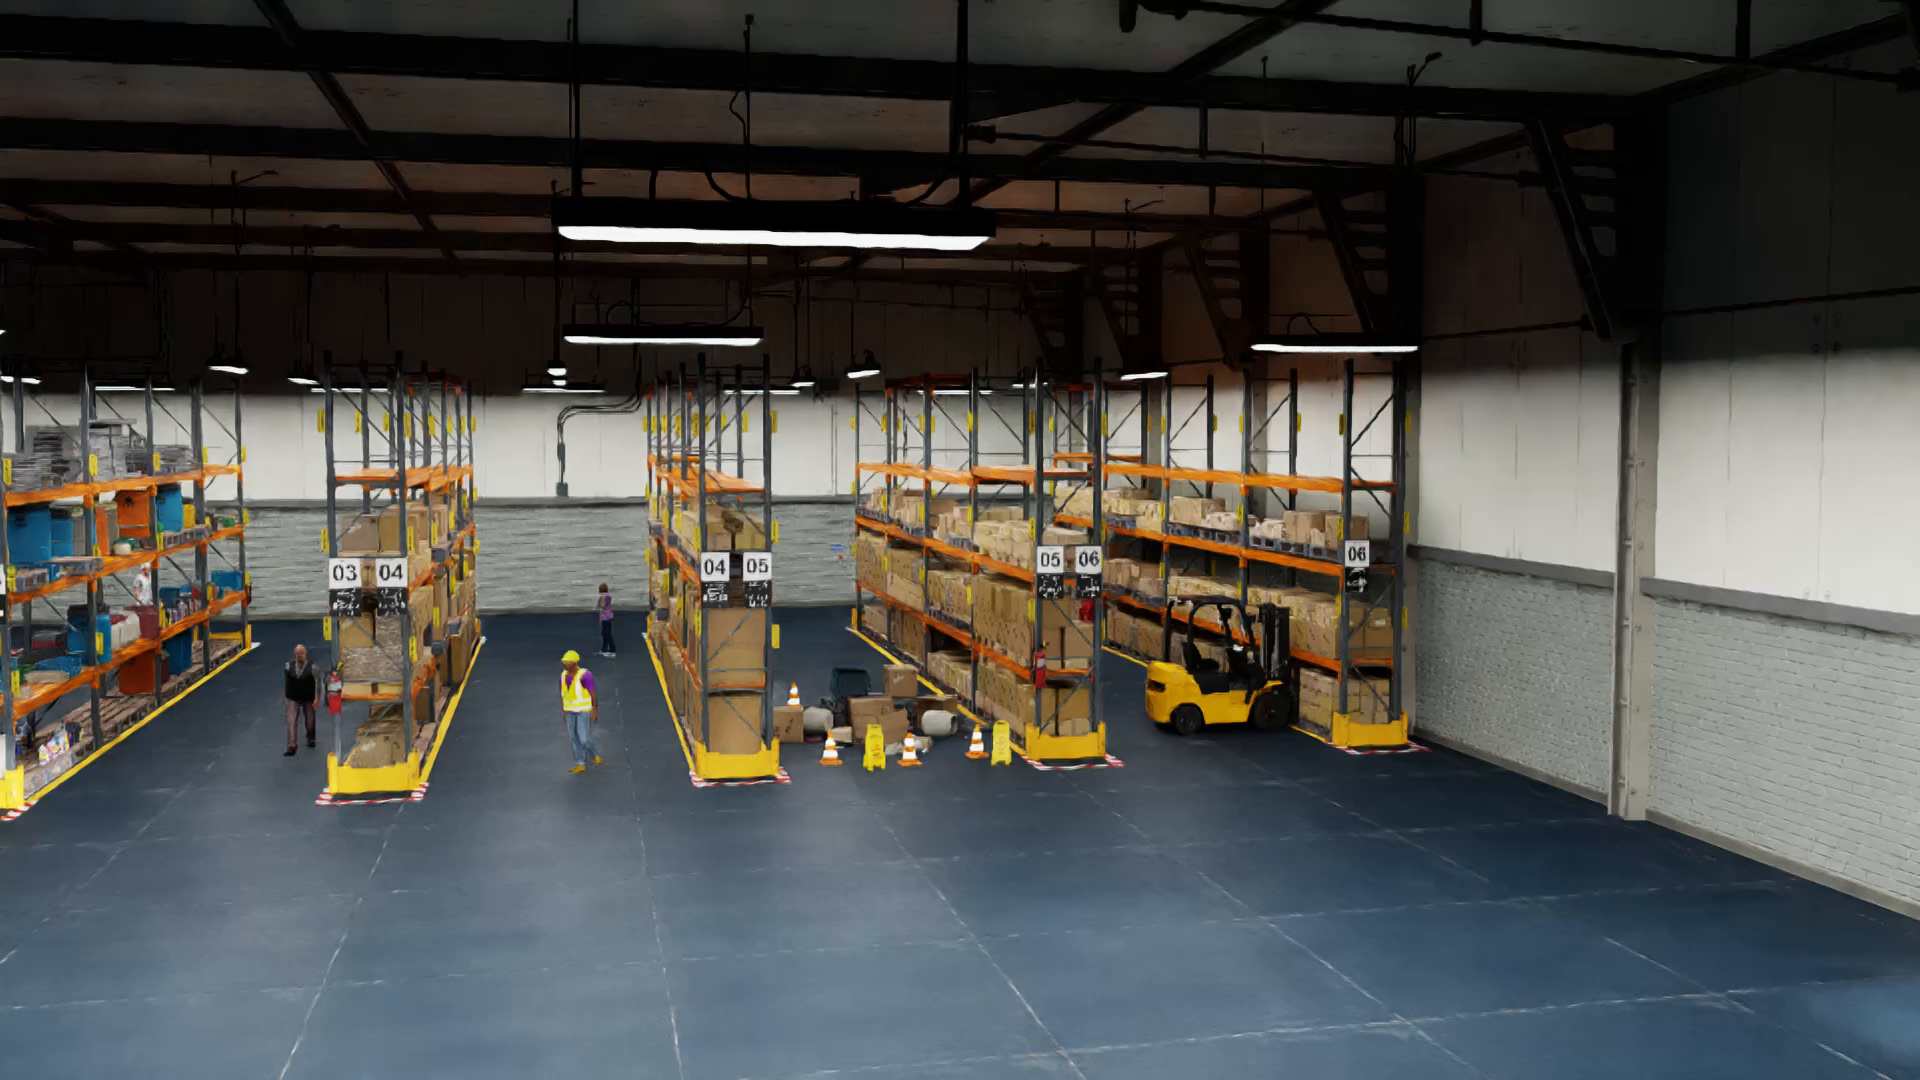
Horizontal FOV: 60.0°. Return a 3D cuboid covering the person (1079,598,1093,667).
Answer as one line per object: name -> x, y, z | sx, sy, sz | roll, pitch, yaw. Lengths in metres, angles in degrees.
person -> 2.537, 1.801, 33.486 | 0.594, 1.715, 0.668 | 1, 4, 12

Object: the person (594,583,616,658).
person -> -7.635, 1.708, 35.720 | 0.513, 1.594, 0.499 | 0, 4, 0

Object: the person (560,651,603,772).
person -> -5.486, 2.460, 23.997 | 0.615, 1.759, 0.573 | 2, 4, 24

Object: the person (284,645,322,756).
person -> -9.994, 2.386, 25.284 | 0.544, 1.607, 1.106 | -1, 4, -15

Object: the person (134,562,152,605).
person -> -19.050, 1.417, 38.750 | 0.472, 1.790, 0.692 | 2, 4, 25
